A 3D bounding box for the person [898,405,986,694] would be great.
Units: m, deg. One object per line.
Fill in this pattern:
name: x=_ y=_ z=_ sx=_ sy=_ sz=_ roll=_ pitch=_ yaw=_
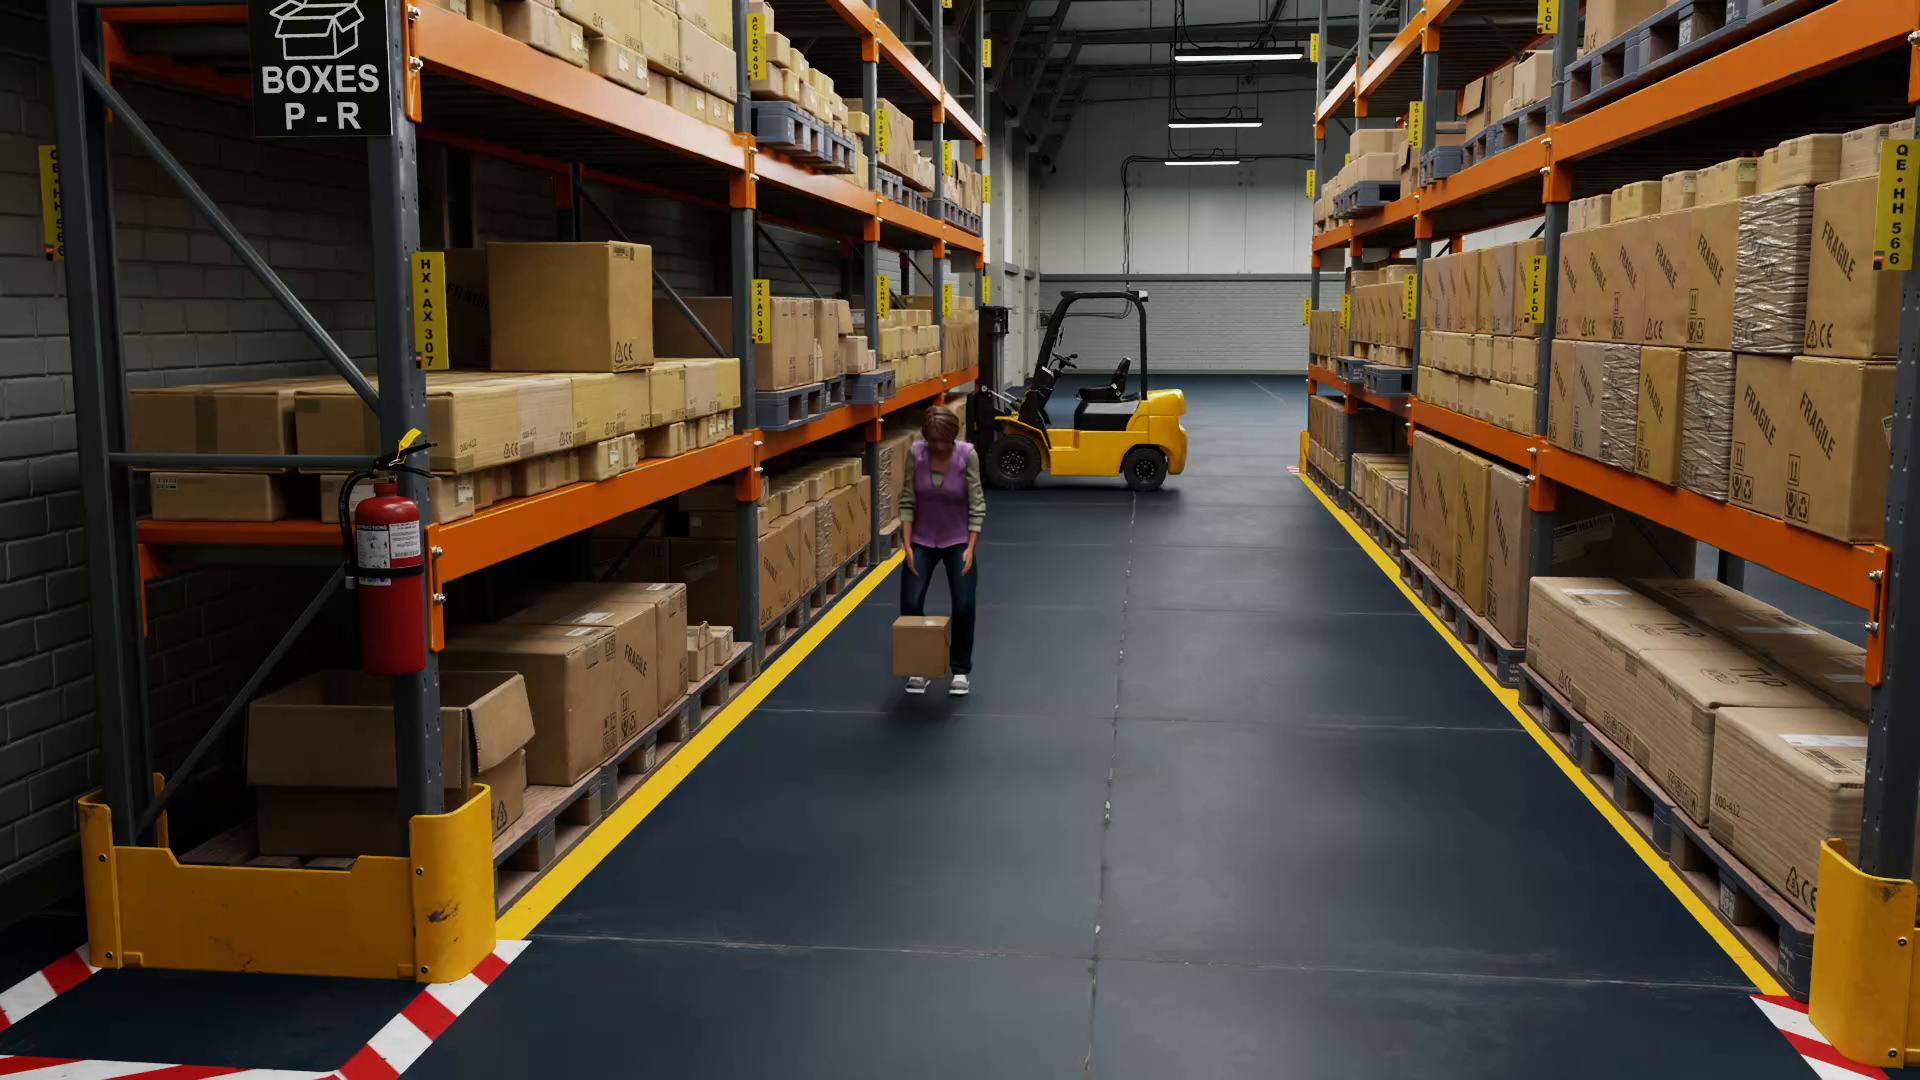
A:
person: x=-0.082 y=0.049 z=8.448 sx=0.447 sy=1.482 sz=0.497 roll=1 pitch=8 yaw=10
